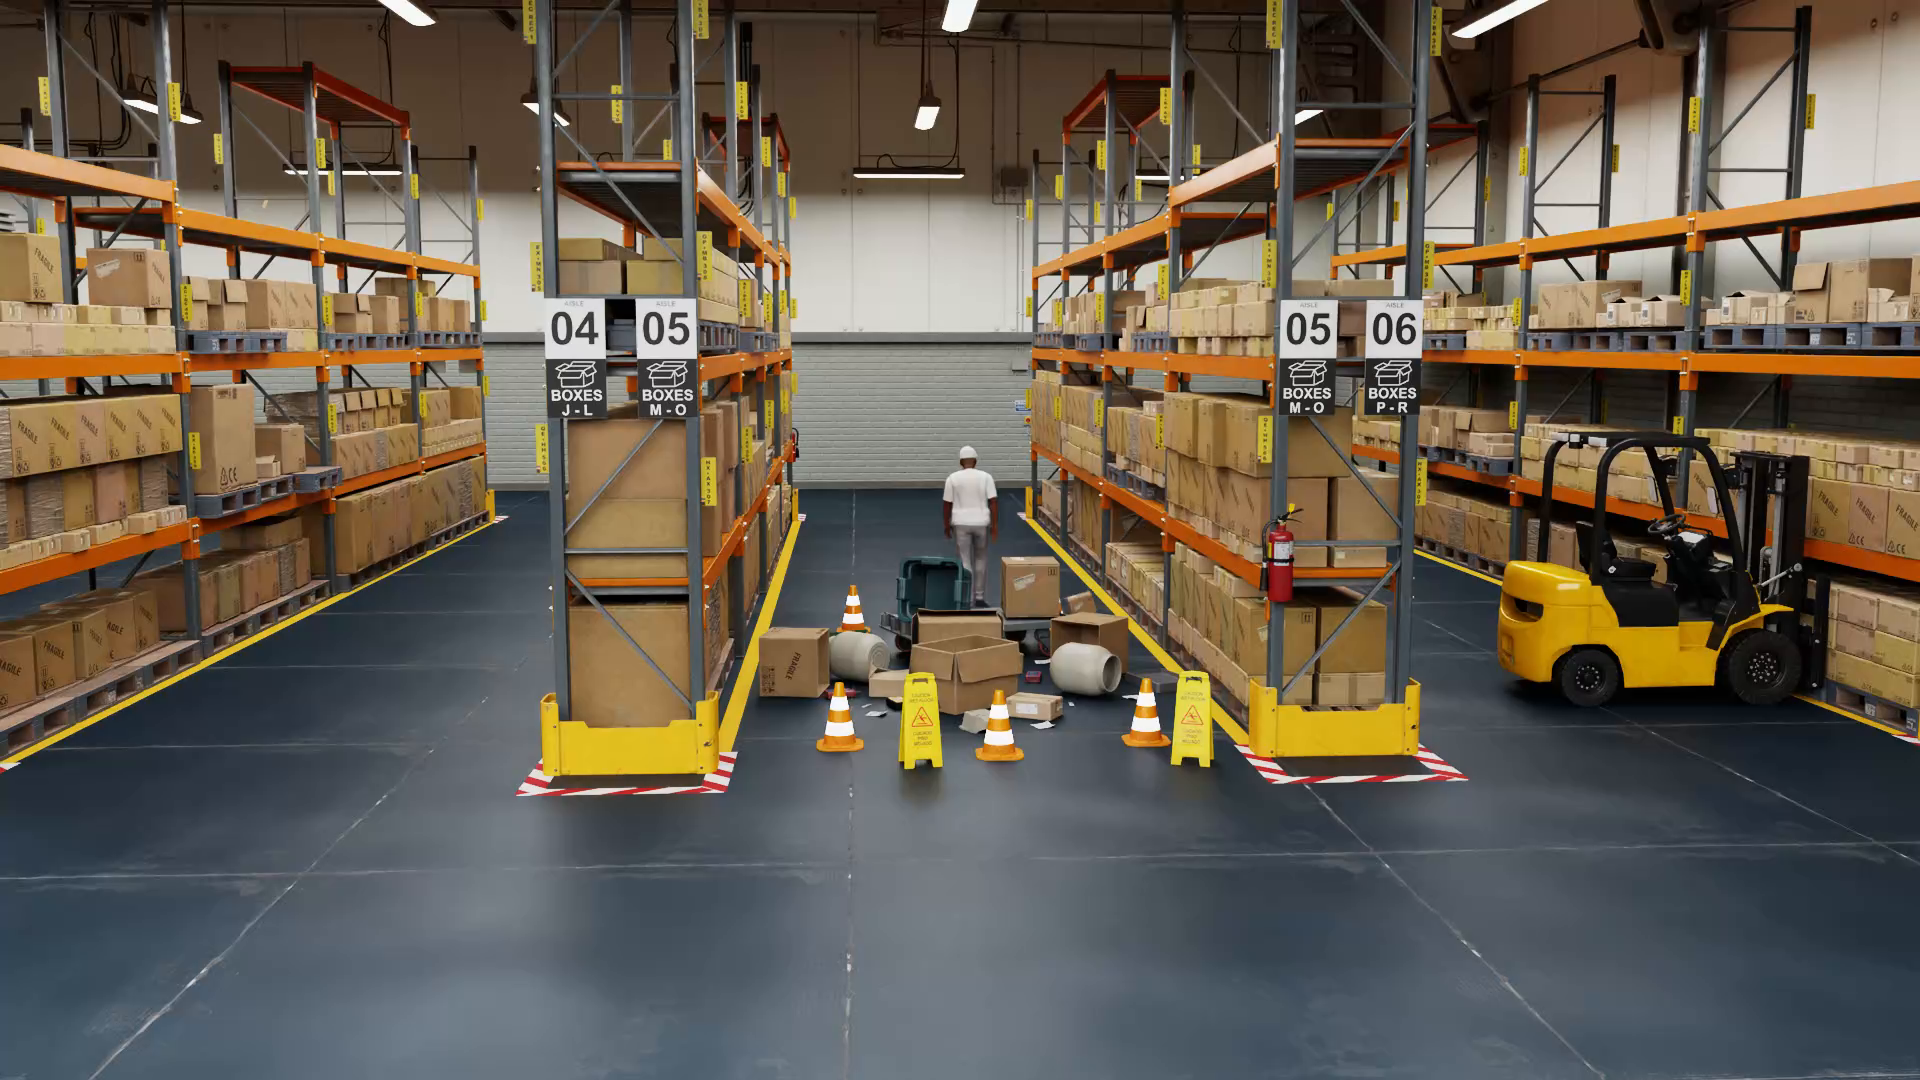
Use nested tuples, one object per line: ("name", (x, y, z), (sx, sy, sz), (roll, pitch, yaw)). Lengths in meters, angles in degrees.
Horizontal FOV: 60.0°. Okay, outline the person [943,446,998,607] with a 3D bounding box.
("person", (0.116, -0.115, 18.270), (0.598, 1.825, 0.703), (-1, 7, -5))
